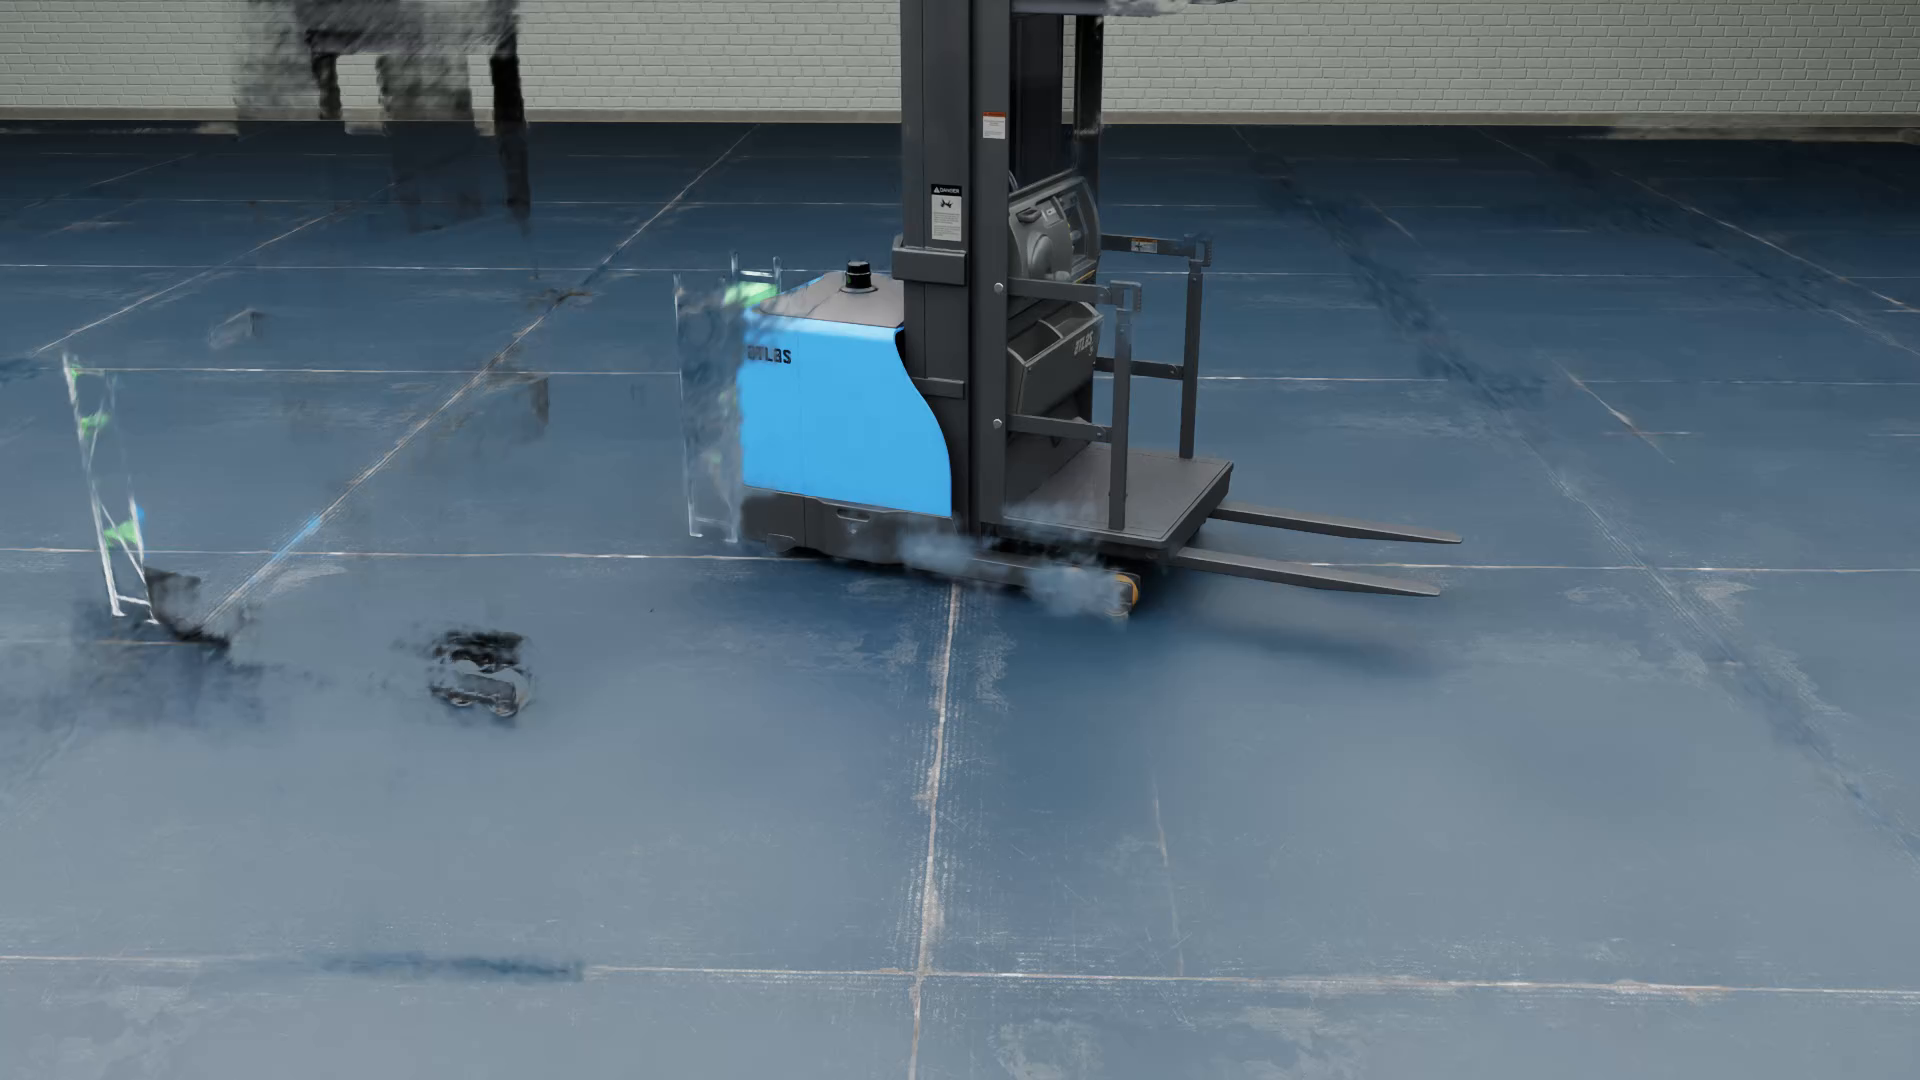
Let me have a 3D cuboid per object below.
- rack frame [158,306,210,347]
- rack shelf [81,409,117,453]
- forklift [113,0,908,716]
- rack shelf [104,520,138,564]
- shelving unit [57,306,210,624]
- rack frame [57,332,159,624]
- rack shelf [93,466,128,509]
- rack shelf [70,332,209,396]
[{"bbox_3d":[-0.927,-0.729,7.749,0.240,1.200,0.015,9,23,21],"label":"rack frame"},{"bbox_3d":[-1.022,-0.812,7.476,0.258,0.148,0.480,9,23,21],"label":"rack shelf"},{"bbox_3d":[0.578,-1.276,6.765,3.031,2.935,1.130,9,23,22],"label":"forklift"},{"bbox_3d":[-1.022,-0.364,7.649,0.258,0.148,0.480,9,23,21],"label":"rack shelf"},{"bbox_3d":[-1.022,-0.648,7.539,0.258,1.200,0.503,9,23,21],"label":"shelving unit"},{"bbox_3d":[-1.117,-0.566,7.330,0.240,1.200,0.015,9,23,21],"label":"rack frame"},{"bbox_3d":[-1.022,-0.588,7.563,0.258,0.148,0.480,9,23,21],"label":"rack shelf"},{"bbox_3d":[-1.022,-1.036,7.389,0.258,0.148,0.480,9,23,21],"label":"rack shelf"}]
